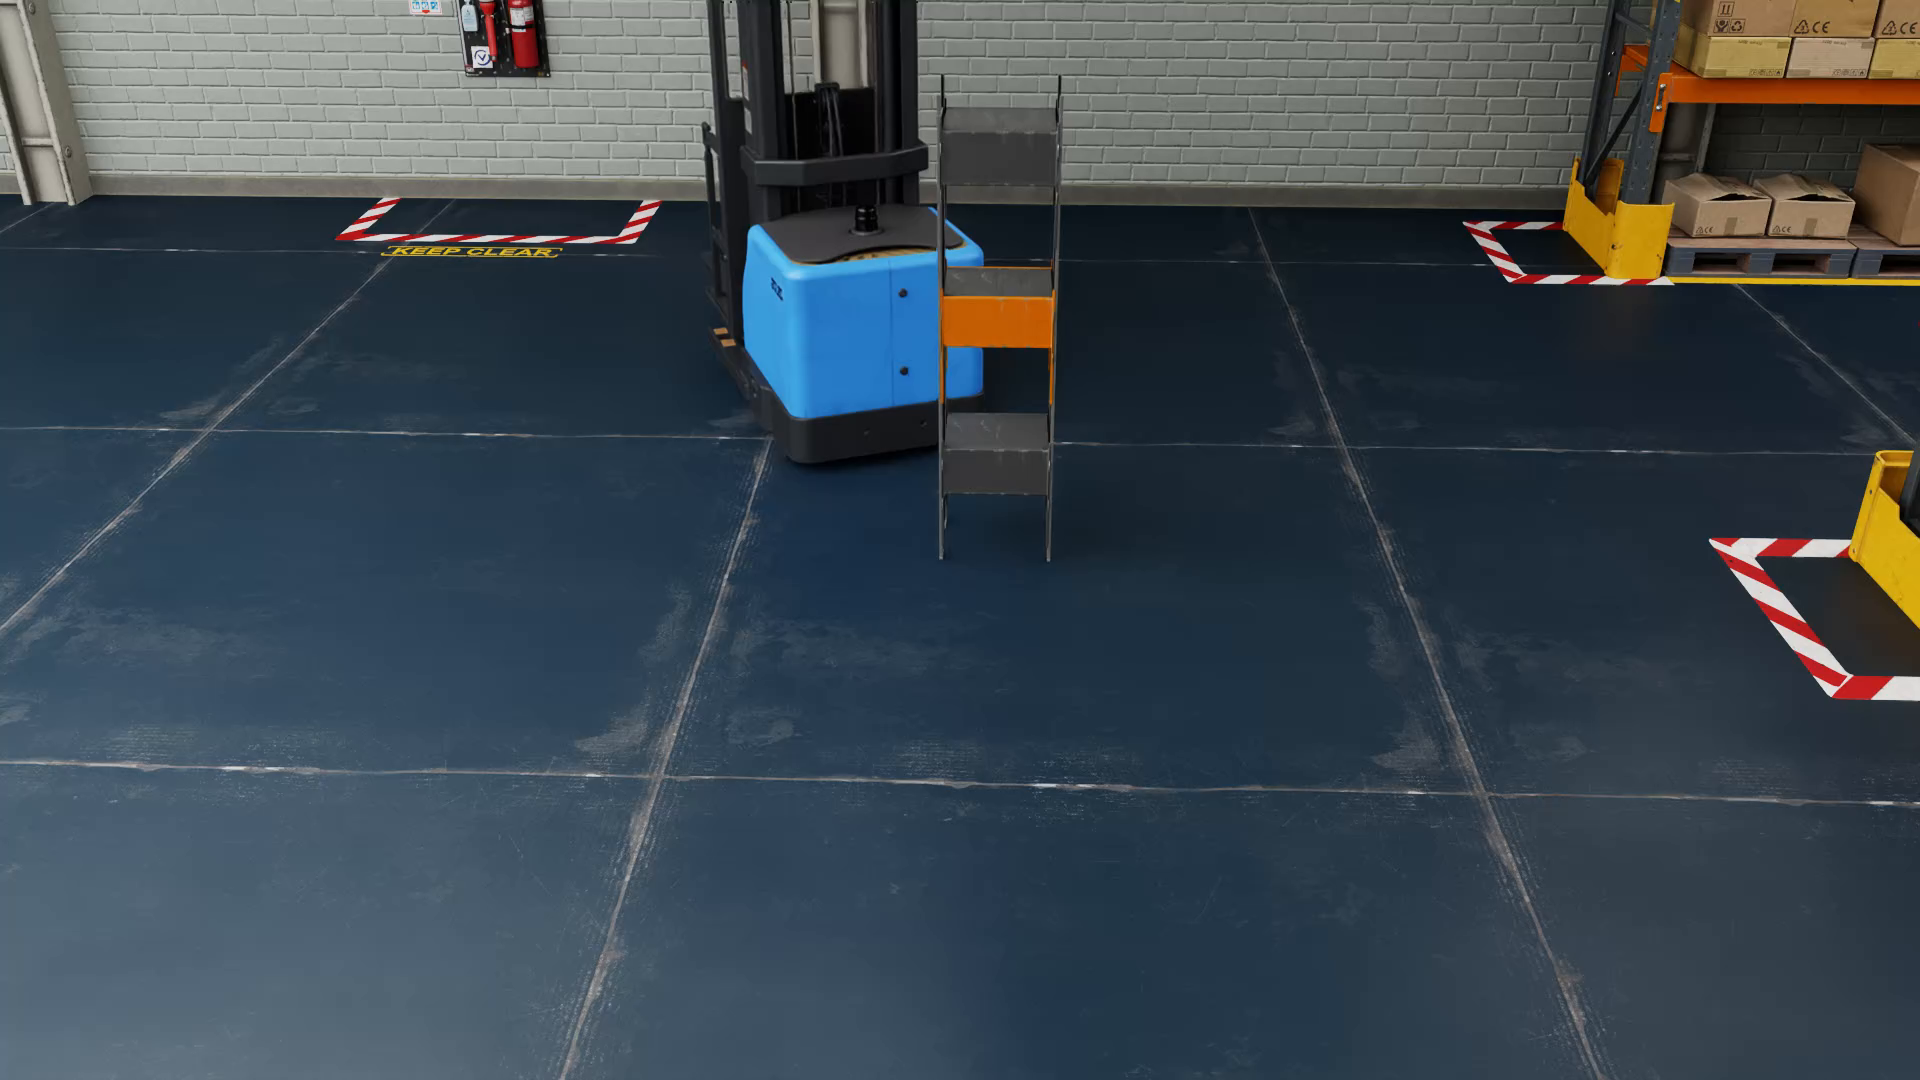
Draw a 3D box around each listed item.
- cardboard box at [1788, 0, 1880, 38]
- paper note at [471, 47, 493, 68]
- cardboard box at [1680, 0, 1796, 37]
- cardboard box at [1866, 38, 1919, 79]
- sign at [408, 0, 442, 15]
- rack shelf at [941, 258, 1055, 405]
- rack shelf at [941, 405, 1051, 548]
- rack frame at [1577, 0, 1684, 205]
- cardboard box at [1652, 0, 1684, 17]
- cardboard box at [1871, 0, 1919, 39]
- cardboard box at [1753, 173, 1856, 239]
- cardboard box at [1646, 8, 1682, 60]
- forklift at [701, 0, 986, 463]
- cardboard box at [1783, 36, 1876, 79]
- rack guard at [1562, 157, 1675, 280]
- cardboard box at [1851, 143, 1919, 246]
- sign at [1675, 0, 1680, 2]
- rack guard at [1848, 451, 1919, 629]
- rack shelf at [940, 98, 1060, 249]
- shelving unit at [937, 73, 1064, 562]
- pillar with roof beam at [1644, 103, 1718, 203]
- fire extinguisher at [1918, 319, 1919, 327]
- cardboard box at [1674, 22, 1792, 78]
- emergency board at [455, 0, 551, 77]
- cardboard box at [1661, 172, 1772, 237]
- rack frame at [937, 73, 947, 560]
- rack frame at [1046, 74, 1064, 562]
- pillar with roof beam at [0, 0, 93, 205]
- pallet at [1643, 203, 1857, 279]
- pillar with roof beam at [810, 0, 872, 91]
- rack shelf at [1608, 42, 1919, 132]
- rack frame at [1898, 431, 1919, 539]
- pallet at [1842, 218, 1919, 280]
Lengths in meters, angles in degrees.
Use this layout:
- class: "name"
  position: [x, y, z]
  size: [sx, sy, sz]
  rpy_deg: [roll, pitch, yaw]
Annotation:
- class: "cardboard box"
  position: [5.380, -3.438, 10.372]
  size: [0.500, 0.500, 0.500]
  rpy_deg: [1, 28, 2]
- class: "paper note"
  position: [-3.489, -3.523, 12.134]
  size: [0.142, 0.148, 0.016]
  rpy_deg: [1, 28, 2]
- class: "cardboard box"
  position: [4.887, -3.451, 10.396]
  size: [0.500, 0.500, 0.500]
  rpy_deg: [1, 28, 2]
- class: "cardboard box"
  position: [5.925, -3.099, 10.531]
  size: [0.500, 0.250, 0.500]
  rpy_deg: [1, 28, 1]
- class: "sign"
  position: [-3.863, -3.950, 11.961]
  size: [0.234, 0.329, 0.001]
  rpy_deg: [1, 28, 2]
- class: "rack shelf"
  position: [0.165, -0.913, 7.259]
  size: [0.480, 0.518, 0.431]
  rpy_deg: [1, 28, 2]
- class: "rack shelf"
  position: [0.165, -0.294, 7.587]
  size: [0.480, 0.518, 0.431]
  rpy_deg: [1, 28, 2]
- class: "rack frame"
  position: [4.420, -3.326, 10.821]
  size: [0.127, 3.000, 1.000]
  rpy_deg: [1, 28, 2]
- class: "cardboard box"
  position: [4.899, -3.691, 10.849]
  size: [0.500, 0.500, 0.500]
  rpy_deg: [1, 28, 1]
- class: "cardboard box"
  position: [5.897, -3.427, 10.350]
  size: [0.500, 0.500, 0.500]
  rpy_deg: [0, 28, 0]
- class: "cardboard box"
  position: [5.678, -2.269, 11.229]
  size: [0.500, 0.311, 0.500]
  rpy_deg: [3, 28, 6]
- class: "cardboard box"
  position: [4.894, -3.351, 11.008]
  size: [0.500, 0.250, 0.500]
  rpy_deg: [1, 28, 3]
- class: "forklift"
  position: [-0.845, -2.350, 9.054]
  size: [1.130, 2.935, 3.031]
  rpy_deg: [-10, 29, -17]
- class: "cardboard box"
  position: [5.416, -3.110, 10.553]
  size: [0.500, 0.250, 0.500]
  rpy_deg: [0, 28, 0]
- class: "rack guard"
  position: [4.496, -2.220, 11.404]
  size: [0.348, 0.500, 1.175]
  rpy_deg: [1, 28, 2]
- class: "cardboard box"
  position: [6.410, -2.317, 11.118]
  size: [0.500, 0.500, 0.700]
  rpy_deg: [-1, 28, -1]
- class: "sign"
  position: [4.401, -3.454, 10.139]
  size: [0.005, 0.325, 0.100]
  rpy_deg: [1, 28, 2]
- class: "rack guard"
  position: [4.225, 0.097, 7.033]
  size: [0.348, 0.500, 1.175]
  rpy_deg: [1, 28, 2]
- class: "rack shelf"
  position: [0.165, -1.531, 6.932]
  size: [0.480, 0.518, 0.431]
  rpy_deg: [1, 28, 2]
- class: "shelving unit"
  position: [0.165, -0.925, 7.253]
  size: [0.503, 2.100, 0.431]
  rpy_deg: [1, 28, 2]
- class: "pillar with roof beam"
  position: [4.999, -4.355, 6.357]
  size: [0.400, 9.000, 9.100]
  rpy_deg: [1, 28, 2]
- class: "fire extinguisher"
  position: [4.148, -1.192, 6.879]
  size: [0.183, 0.674, 0.296]
  rpy_deg: [1, 28, 2]
- class: "cardboard box"
  position: [4.897, -3.112, 10.556]
  size: [0.500, 0.250, 0.500]
  rpy_deg: [0, 28, 0]
- class: "emergency board"
  position: [-3.314, -3.877, 11.861]
  size: [0.643, 1.169, 0.194]
  rpy_deg: [1, 28, 2]
- class: "cardboard box"
  position: [5.109, -2.279, 11.247]
  size: [0.500, 0.311, 0.500]
  rpy_deg: [-2, 28, -4]
- class: "rack frame"
  position: [-0.078, -0.929, 7.261]
  size: [0.015, 2.100, 0.400]
  rpy_deg: [1, 28, 2]
- class: "rack frame"
  position: [0.409, -0.921, 7.245]
  size: [0.015, 2.100, 0.400]
  rpy_deg: [1, 28, 2]
- class: "pillar with roof beam"
  position: [-6.994, -4.553, 6.731]
  size: [0.400, 9.000, 9.100]
  rpy_deg: [1, 28, 2]
- class: "pallet"
  position: [5.307, -2.063, 11.415]
  size: [1.213, 0.211, 1.003]
  rpy_deg: [1, 28, 2]
- class: "pillar with roof beam"
  position: [-0.998, -4.454, 6.544]
  size: [0.400, 9.000, 9.100]
  rpy_deg: [1, 28, 2]
- class: "rack shelf"
  position: [6.419, -2.975, 10.927]
  size: [4.000, 0.370, 1.077]
  rpy_deg: [1, 28, 2]
- class: "rack frame"
  position: [4.249, -1.007, 6.447]
  size: [0.127, 3.000, 1.000]
  rpy_deg: [1, 28, 2]
- class: "pallet"
  position: [6.523, -2.041, 11.375]
  size: [1.213, 0.211, 1.003]
  rpy_deg: [1, 28, 2]
